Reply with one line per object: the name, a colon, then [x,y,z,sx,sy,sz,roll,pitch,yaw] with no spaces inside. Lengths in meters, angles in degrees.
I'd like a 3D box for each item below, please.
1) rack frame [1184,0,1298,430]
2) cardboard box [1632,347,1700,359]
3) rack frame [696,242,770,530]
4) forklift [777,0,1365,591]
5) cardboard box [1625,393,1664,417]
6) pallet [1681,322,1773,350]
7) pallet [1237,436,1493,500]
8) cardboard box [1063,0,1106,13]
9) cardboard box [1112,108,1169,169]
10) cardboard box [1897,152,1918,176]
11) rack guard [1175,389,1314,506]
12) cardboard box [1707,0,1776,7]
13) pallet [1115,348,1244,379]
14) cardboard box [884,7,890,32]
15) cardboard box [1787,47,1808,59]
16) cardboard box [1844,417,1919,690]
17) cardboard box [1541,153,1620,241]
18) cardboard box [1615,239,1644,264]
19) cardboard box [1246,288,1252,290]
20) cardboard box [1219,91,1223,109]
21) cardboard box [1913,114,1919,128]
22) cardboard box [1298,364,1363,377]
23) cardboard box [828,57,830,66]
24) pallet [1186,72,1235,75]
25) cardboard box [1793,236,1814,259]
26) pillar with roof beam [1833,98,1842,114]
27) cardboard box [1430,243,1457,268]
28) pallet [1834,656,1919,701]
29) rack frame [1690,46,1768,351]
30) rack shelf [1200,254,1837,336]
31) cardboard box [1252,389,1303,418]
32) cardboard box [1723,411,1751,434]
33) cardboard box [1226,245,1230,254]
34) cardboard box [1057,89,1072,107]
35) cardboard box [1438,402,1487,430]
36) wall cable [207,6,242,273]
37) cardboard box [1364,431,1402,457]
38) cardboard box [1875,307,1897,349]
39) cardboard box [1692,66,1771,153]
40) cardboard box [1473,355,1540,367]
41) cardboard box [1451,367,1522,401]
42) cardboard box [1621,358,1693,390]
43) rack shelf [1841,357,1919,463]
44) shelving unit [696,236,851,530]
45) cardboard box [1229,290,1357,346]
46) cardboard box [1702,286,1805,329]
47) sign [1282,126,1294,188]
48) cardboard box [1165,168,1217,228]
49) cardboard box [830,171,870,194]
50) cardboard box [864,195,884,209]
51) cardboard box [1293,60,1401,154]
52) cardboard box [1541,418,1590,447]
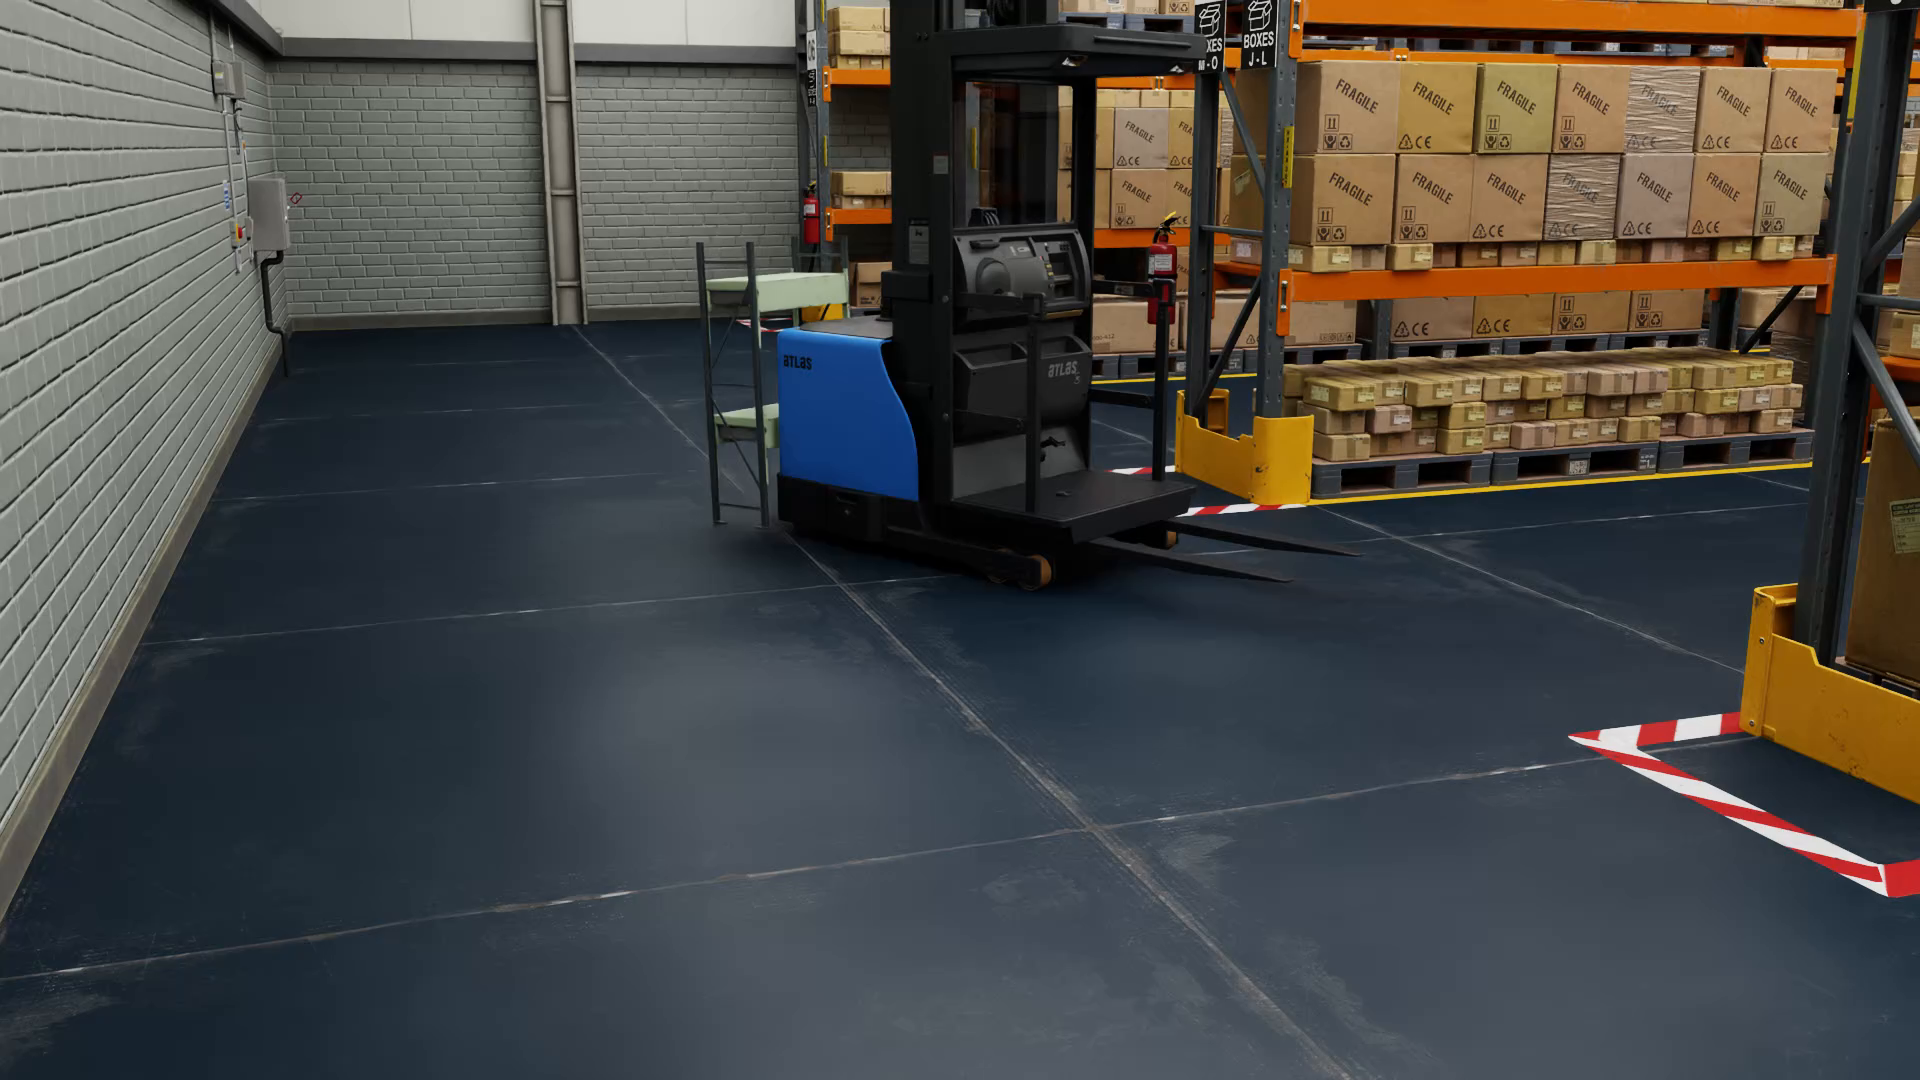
rack frame: [1.613,-1.785,9.665,0.127,3.000,1.000,-4,14,-18]
cardboard box: [4.732,-1.200,11.172,0.250,0.149,0.380,-4,14,-15]
rack frame: [-1.198,-0.811,8.772,0.400,1.500,0.023,7,15,36]
forklift: [0.466,-1.328,7.894,3.031,2.935,1.130,12,18,41]
cardboard box: [4.202,-0.883,10.483,0.250,0.149,0.380,-4,14,-17]
pallet: [8.262,-2.154,17.244,1.213,0.211,1.003,-4,14,-18]
pallet: [2.466,-0.486,10.231,1.213,0.211,1.003,-4,14,-18]
cardboard box: [1.043,-4.483,13.945,0.250,0.149,0.380,-4,14,-16]
cardboard box: [1.457,-3.451,14.291,0.500,0.500,0.500,-5,14,-18]
cardboard box: [5.924,-2.380,10.516,0.250,0.149,0.380,-4,14,-15]
rack guard: [1.685,-0.575,9.978,0.348,0.500,1.175,-4,14,-18]
cardboard box: [4.548,-3.337,10.031,0.500,0.250,0.500,-4,14,-18]
pallet: [1.826,-1.672,15.216,1.213,0.211,1.003,-4,14,-18]
cardboard box: [-0.659,-5.737,18.398,0.500,0.250,0.500,-5,14,-18]
cardboard box: [8.115,-4.852,16.369,0.258,0.266,0.396,-4,14,-18]
cardboard box: [3.680,0.075,5.530,0.875,0.875,0.875,-4,14,-18]
cardboard box: [3.575,-2.068,9.997,0.500,0.500,0.500,-5,14,-20]
cardboard box: [3.968,-1.789,10.224,0.250,0.149,0.380,-5,14,-19]
cardboard box: [3.649,-3.299,20.523,0.500,0.500,0.500,-5,14,-20]
cardboard box: [2.079,-3.815,14.419,0.250,0.149,0.380,-4,14,-18]
cardboard box: [10.045,-4.299,17.068,0.250,0.149,0.380,-5,14,-20]
cardboard box: [2.290,-0.992,10.301,0.250,0.149,0.380,-4,14,-17]
cardboard box: [-1.419,-5.363,18.768,0.250,0.149,0.380,-4,14,-17]
pallet: [2.783,-5.647,19.827,1.003,0.211,1.213,-4,14,-18]
cardboard box: [5.208,-1.886,10.631,0.250,0.149,0.380,-5,14,-19]
pillar with roof beam: [13.942,-7.253,19.689,0.400,9.000,9.100,-4,14,-18]
cardboard box: [2.727,-1.700,9.851,0.250,0.149,0.380,-4,14,-15]
pallet: [3.832,0.591,5.703,1.213,0.211,1.003,-4,14,-18]
rack frame: [7.521,-3.454,16.680,0.127,3.000,1.000,-4,14,-18]
rack shelf: [3.509,-1.583,10.369,4.000,0.370,1.077,-4,14,-18]
cardboard box: [2.022,-0.849,10.339,0.250,0.149,0.380,-5,14,-20]
cardboard box: [4.868,-0.793,10.748,0.250,0.149,0.380,-4,14,-16]
cardboard box: [3.301,-3.601,20.391,0.250,0.149,0.380,-5,14,-19]
cardboard box: [0.872,-3.708,13.972,0.250,0.149,0.380,-4,14,-16]
cardboard box: [2.950,-0.770,10.008,0.250,0.149,0.380,-4,14,-16]
wall cable: [-5.398,-2.951,12.306,0.123,1.953,0.585,-4,14,-18]
cardboard box: [2.434,-0.608,9.971,0.250,0.149,0.380,-5,14,-18]
cardboard box: [6.189,-1.430,11.046,0.500,0.250,0.500,-5,14,-21]
cardboard box: [4.557,-2.627,10.184,0.500,0.500,0.500,-5,14,-20]
cardboard box: [3.522,-1.097,10.742,0.250,0.149,0.380,-4,14,-18]
cardboard box: [3.195,-0.948,10.114,0.250,0.149,0.380,-4,14,-16]
cardboard box: [4.416,-1.054,10.560,0.250,0.149,0.380,-4,14,-16]
rack shelf: [4.995,-0.487,5.764,4.000,0.370,1.077,-4,14,-18]
shelving unit: [-0.978,-0.878,9.056,0.431,1.500,0.755,7,15,36]
cardboard box: [3.100,-2.093,15.591,0.875,0.438,0.875,-5,14,-19]
cardboard box: [8.059,-2.419,17.102,0.625,0.372,0.950,-5,14,-22]
sign: [1.786,-2.087,9.065,0.005,0.325,0.100,-4,14,-18]
cardboard box: [1.913,-3.002,14.565,0.500,0.500,0.500,-4,14,-16]
cardboard box: [-1.297,-4.116,19.144,0.500,0.250,0.500,-4,14,-16]
cardboard box: [-1.023,-3.822,18.773,0.250,0.149,0.380,-4,14,-17]
cardboard box: [2.123,-2.440,9.398,0.500,0.500,0.500,-5,14,-18]
cardboard box: [3.673,-0.688,10.306,0.250,0.149,0.380,-4,14,-18]
